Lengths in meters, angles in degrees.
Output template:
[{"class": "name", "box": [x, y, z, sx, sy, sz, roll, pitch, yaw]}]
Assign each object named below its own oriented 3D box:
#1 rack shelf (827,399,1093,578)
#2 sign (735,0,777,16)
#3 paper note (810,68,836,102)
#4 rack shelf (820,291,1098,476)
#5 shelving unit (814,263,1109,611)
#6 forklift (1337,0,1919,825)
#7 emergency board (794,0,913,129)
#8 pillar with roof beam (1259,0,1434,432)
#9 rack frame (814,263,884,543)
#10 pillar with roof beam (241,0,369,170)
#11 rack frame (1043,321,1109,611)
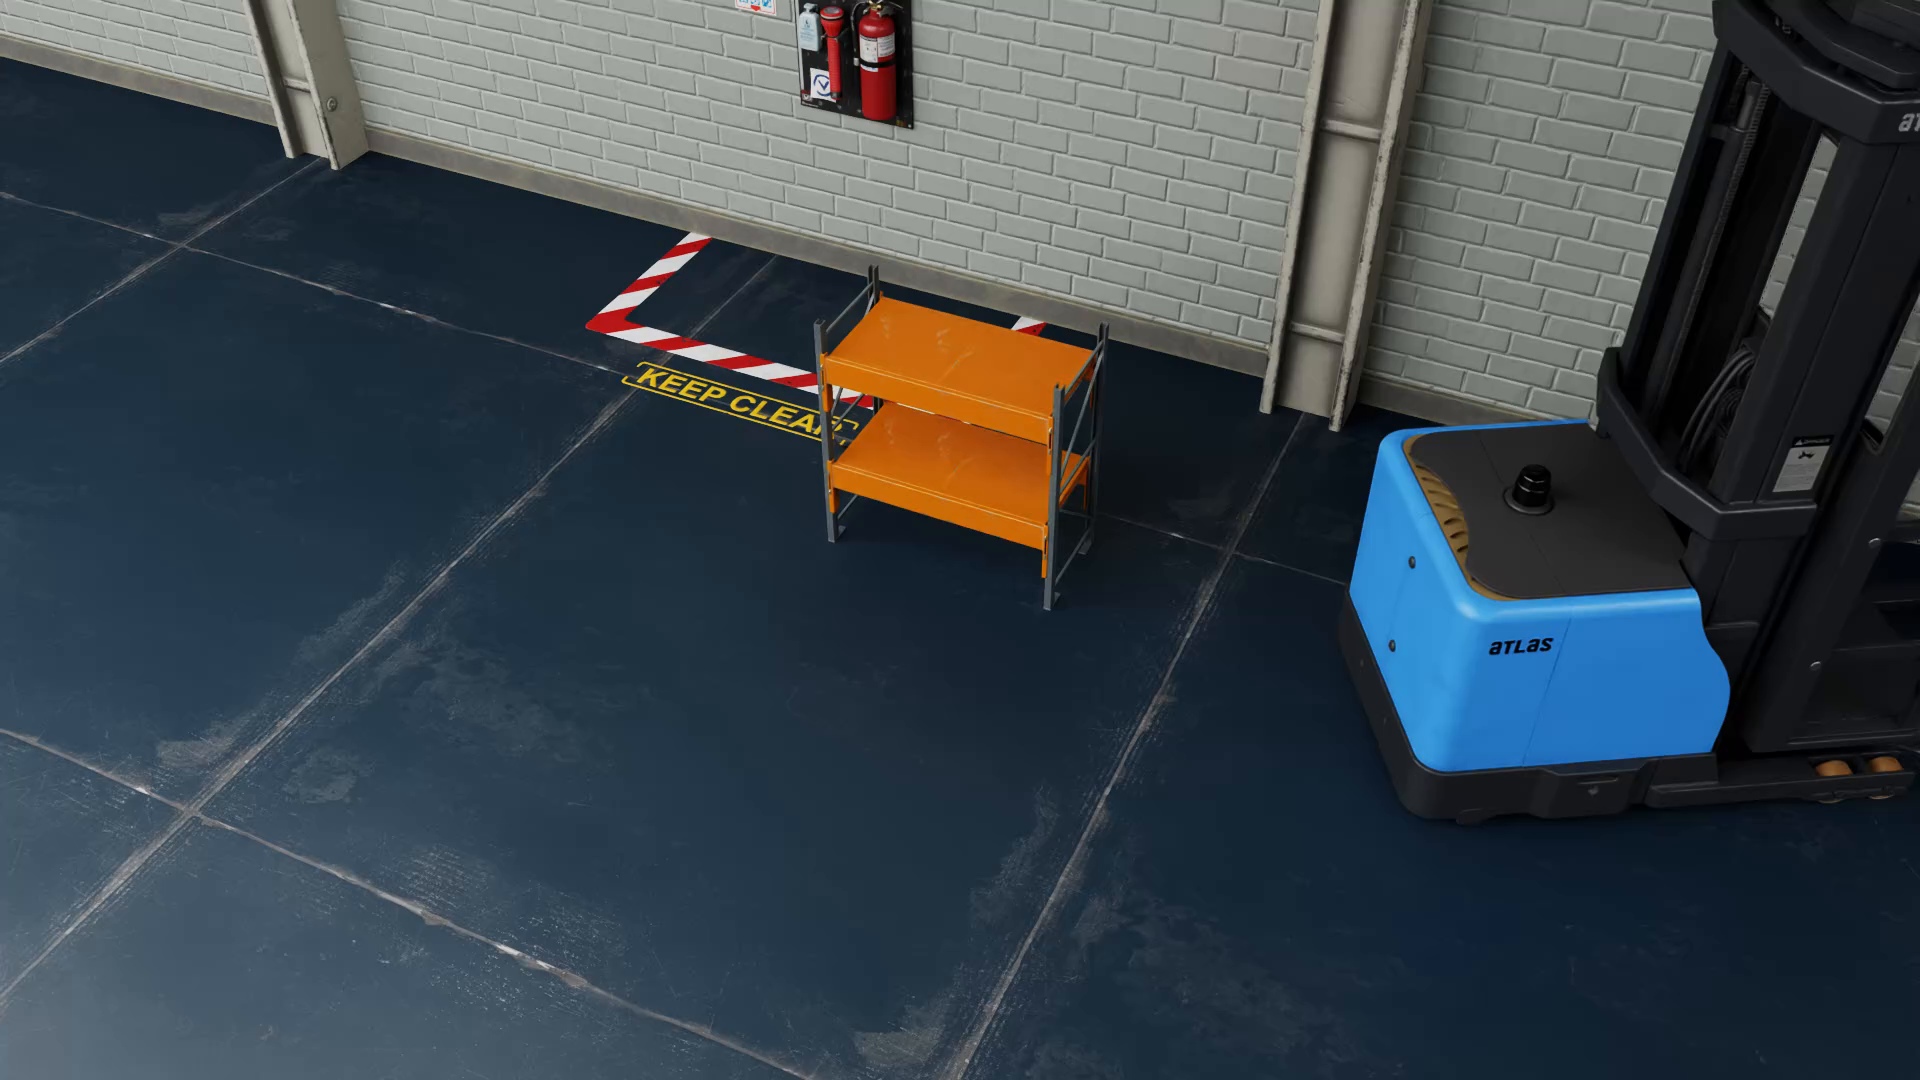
[{"class": "rack shelf", "box": [0.006, -0.238, 7.040, 1.000, 0.278, 0.538, 17, 44, 19]}, {"class": "sign", "box": [-1.004, -2.722, 8.073, 0.234, 0.329, 0.001, 17, 44, 19]}, {"class": "paper note", "box": [-0.678, -2.251, 8.230, 0.142, 0.148, 0.016, 17, 44, 19]}, {"class": "rack shelf", "box": [0.006, -0.644, 6.688, 1.000, 0.278, 0.538, 17, 44, 19]}, {"class": "shelving unit", "box": [0.006, -0.423, 6.879, 1.048, 1.125, 0.538, 17, 44, 19]}, {"class": "forklift", "box": [3.065, -0.481, 5.567, 3.031, 2.935, 1.130, -4, 41, -4]}, {"class": "emergency board", "box": [-0.547, -2.494, 7.837, 0.643, 1.169, 0.194, 17, 44, 19]}, {"class": "pillar with roof beam", "box": [-0.143, -1.499, 2.109, 0.400, 9.000, 9.100, 17, 44, 19]}, {"class": "rack frame", "box": [-0.455, -0.564, 7.042, 0.032, 1.125, 0.500, 17, 44, 19]}, {"class": "pillar with roof beam", "box": [-5.581, -3.160, 4.026, 0.400, 9.000, 9.100, 17, 44, 19]}, {"class": "rack frame", "box": [0.467, -0.282, 6.717, 0.032, 1.125, 0.500, 17, 44, 19]}]
